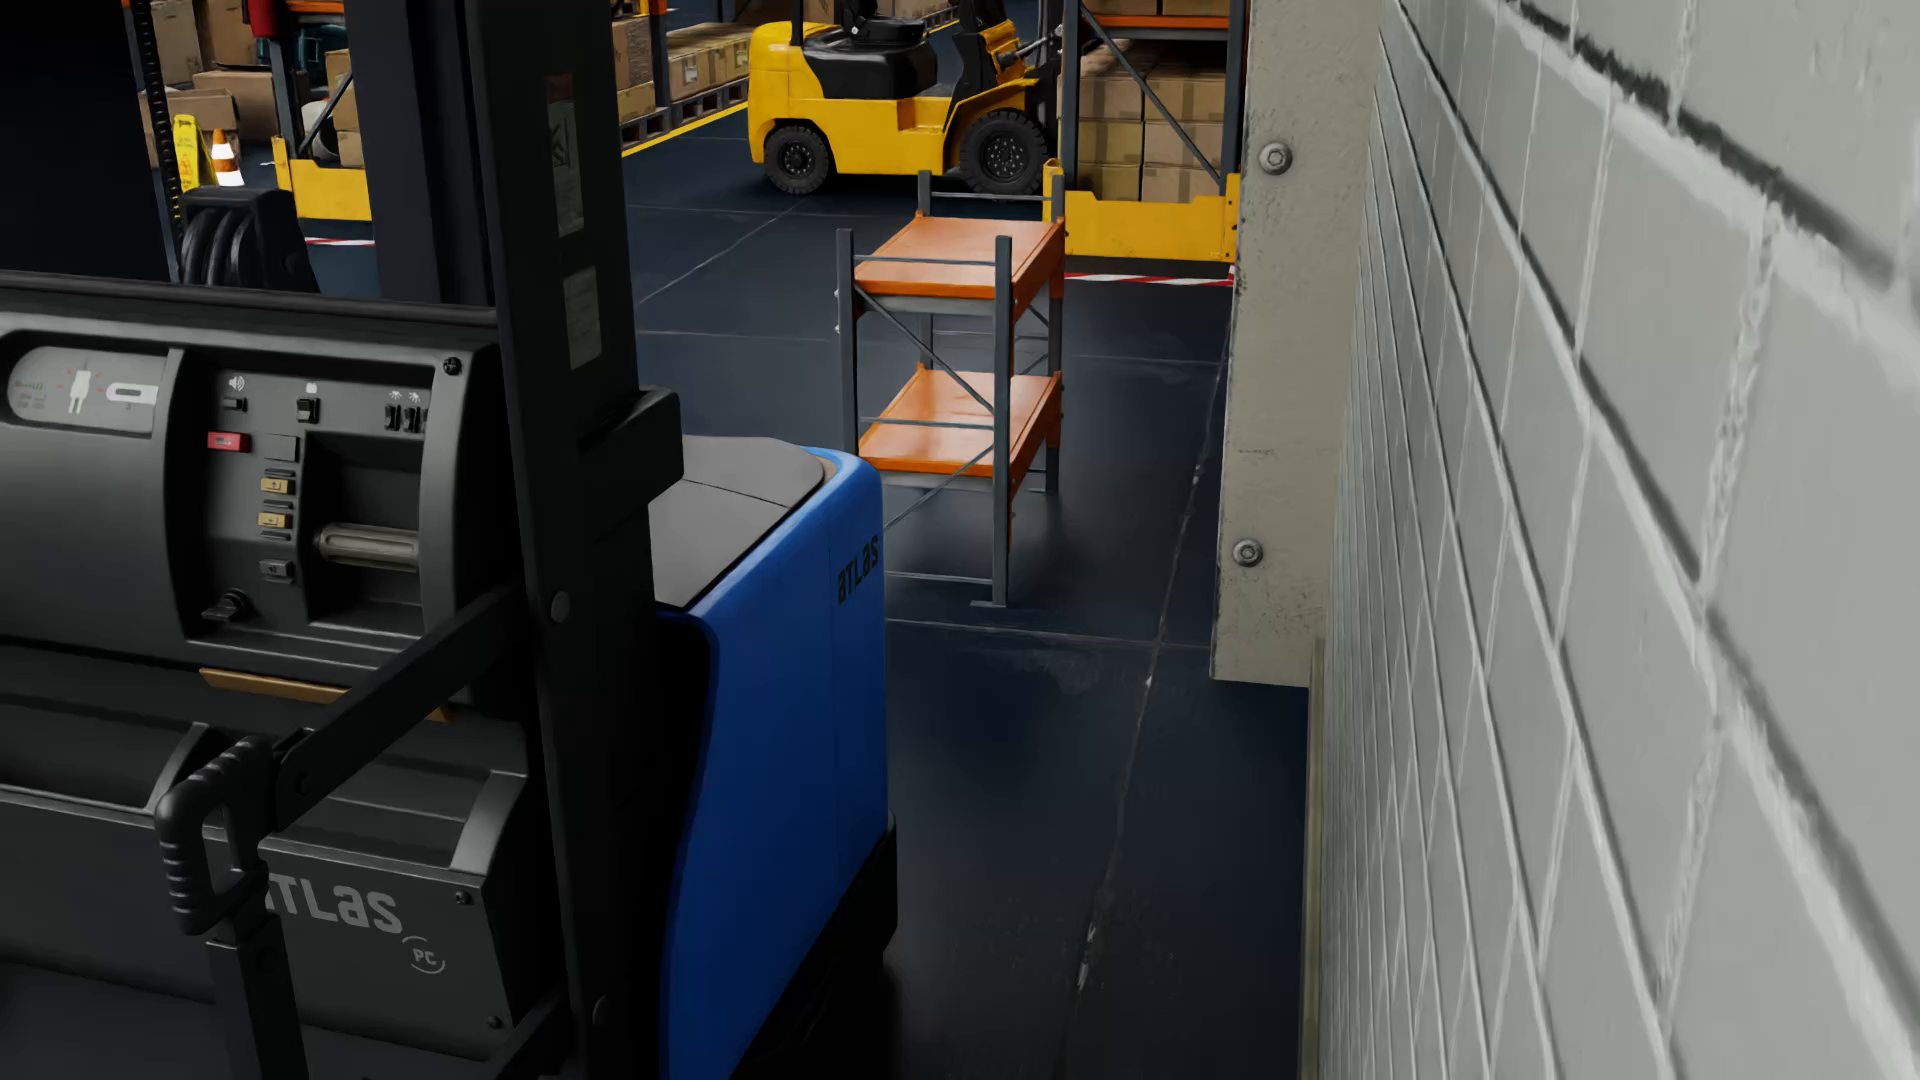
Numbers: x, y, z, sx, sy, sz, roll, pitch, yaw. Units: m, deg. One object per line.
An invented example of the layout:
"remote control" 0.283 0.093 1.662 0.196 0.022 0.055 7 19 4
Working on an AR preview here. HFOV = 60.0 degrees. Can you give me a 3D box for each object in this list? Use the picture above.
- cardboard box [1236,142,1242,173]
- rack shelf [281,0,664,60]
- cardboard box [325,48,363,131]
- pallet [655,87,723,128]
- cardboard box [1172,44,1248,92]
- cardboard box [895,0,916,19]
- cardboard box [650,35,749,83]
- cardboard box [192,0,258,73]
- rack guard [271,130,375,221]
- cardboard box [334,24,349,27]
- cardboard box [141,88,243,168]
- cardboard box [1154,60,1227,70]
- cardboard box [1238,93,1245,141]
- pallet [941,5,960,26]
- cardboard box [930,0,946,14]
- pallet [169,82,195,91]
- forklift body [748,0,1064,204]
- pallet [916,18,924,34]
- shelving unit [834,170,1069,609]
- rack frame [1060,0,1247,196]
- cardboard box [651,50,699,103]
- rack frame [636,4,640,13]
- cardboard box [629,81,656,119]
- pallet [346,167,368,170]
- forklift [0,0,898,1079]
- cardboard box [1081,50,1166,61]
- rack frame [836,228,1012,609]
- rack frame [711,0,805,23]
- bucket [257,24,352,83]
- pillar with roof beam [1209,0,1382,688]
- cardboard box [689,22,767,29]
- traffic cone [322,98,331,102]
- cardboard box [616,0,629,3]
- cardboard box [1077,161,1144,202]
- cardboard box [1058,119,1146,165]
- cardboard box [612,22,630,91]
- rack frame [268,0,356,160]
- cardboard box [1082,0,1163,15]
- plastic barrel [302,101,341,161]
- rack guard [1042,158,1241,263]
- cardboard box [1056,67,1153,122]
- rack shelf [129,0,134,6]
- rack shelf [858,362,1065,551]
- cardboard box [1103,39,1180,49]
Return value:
"cardboard box" 1.499 -2.346 10.461 0.500 0.250 0.500 5 22 11
"rack shelf" -3.374 -3.854 12.050 1.077 0.370 4.000 4 22 11
"cardboard box" -3.874 -3.036 11.172 0.500 0.500 0.500 5 22 11
"pallet" -2.808 -3.910 14.960 1.003 0.211 1.213 4 22 11
"cardboard box" 1.684 -3.176 11.183 0.500 0.250 0.500 4 22 10
"cardboard box" -1.100 -7.073 21.947 0.875 0.438 0.875 4 22 10
"cardboard box" -2.578 -4.605 15.906 0.950 0.372 0.625 5 23 13
"cardboard box" -7.593 -4.997 16.375 1.050 0.750 0.750 4 22 11
"rack guard" -3.766 -2.324 10.636 1.175 0.500 0.348 4 22 11
"cardboard box" -7.228 -5.658 18.015 1.050 0.750 0.750 4 22 10
"cardboard box" -5.902 -3.134 12.640 0.797 0.503 0.637 -11 25 -26
"cardboard box" 1.460 -2.807 10.267 0.500 0.250 0.500 4 22 11
"cardboard box" 1.586 -2.758 10.816 0.500 0.250 0.500 5 22 12
"pallet" -0.604 -7.716 24.409 1.003 0.211 1.213 4 22 11
"cardboard box" -0.732 -7.730 23.578 0.875 0.438 0.875 5 22 12
"pallet" -7.749 -4.254 15.813 1.003 0.211 1.213 4 22 11
"forklift body" -0.321 -3.518 11.389 2.313 2.155 1.214 4 22 11
"pallet" -1.102 -6.824 22.193 1.003 0.211 1.213 4 22 11
"shelving unit" 0.001 -0.524 5.329 0.538 1.125 1.048 4 22 11
"rack frame" 1.078 -3.079 9.163 1.000 3.000 0.127 4 22 11
"cardboard box" -2.861 -4.087 14.621 0.950 0.372 0.625 5 22 12
"rack frame" -5.384 -9.648 25.474 1.000 3.000 0.127 4 22 11
"cardboard box" -2.823 -3.602 13.579 0.500 0.250 0.500 5 23 13
"pallet" -3.566 -2.485 11.421 1.003 0.211 1.213 4 22 11
"forklift" -1.034 -0.051 1.735 1.130 2.935 3.031 6 23 15
"cardboard box" 1.058 -3.027 10.814 0.500 0.250 0.500 5 22 12
"rack frame" -0.102 -0.338 4.867 0.500 1.125 0.032 4 22 11
"rack frame" -2.150 -6.382 17.364 1.000 3.000 0.127 4 22 11
"bucket" -5.603 -4.221 14.345 0.726 0.611 0.620 13 15 29
"pillar with roof beam" -3.336 -4.182 3.871 9.100 9.000 0.400 4 22 11
"cardboard box" -2.275 -5.152 17.265 0.950 0.372 0.625 3 22 7
"traffic cone" -6.080 -4.458 15.983 0.336 0.463 0.334 4 22 11
"cardboard box" -5.240 -8.210 25.158 0.380 0.149 0.250 5 23 13
"cardboard box" 0.865 -2.194 10.085 0.500 0.250 0.500 5 22 11
"cardboard box" 0.871 -2.432 10.006 0.500 0.250 0.500 4 22 10
"cardboard box" -2.926 -3.763 12.977 0.500 0.500 0.500 5 22 12
"rack frame" -3.782 -3.456 10.100 1.000 3.000 0.127 4 22 11
"cardboard box" 0.921 -3.326 9.641 0.500 0.500 0.500 4 22 10
"plastic barrel" -4.843 -3.132 12.743 0.421 0.421 0.512 -16 27 -35
"rack guard" 1.073 -1.911 9.609 1.175 0.500 0.348 4 22 11
"cardboard box" 0.867 -2.655 9.889 0.500 0.250 0.500 5 23 13
"rack shelf" -7.424 -5.657 16.528 1.077 0.370 4.000 4 22 11
"rack shelf" 0.001 -0.297 5.420 0.538 0.278 1.000 4 22 11
"cardboard box" 1.284 -3.403 11.748 0.500 0.250 0.500 5 23 13
